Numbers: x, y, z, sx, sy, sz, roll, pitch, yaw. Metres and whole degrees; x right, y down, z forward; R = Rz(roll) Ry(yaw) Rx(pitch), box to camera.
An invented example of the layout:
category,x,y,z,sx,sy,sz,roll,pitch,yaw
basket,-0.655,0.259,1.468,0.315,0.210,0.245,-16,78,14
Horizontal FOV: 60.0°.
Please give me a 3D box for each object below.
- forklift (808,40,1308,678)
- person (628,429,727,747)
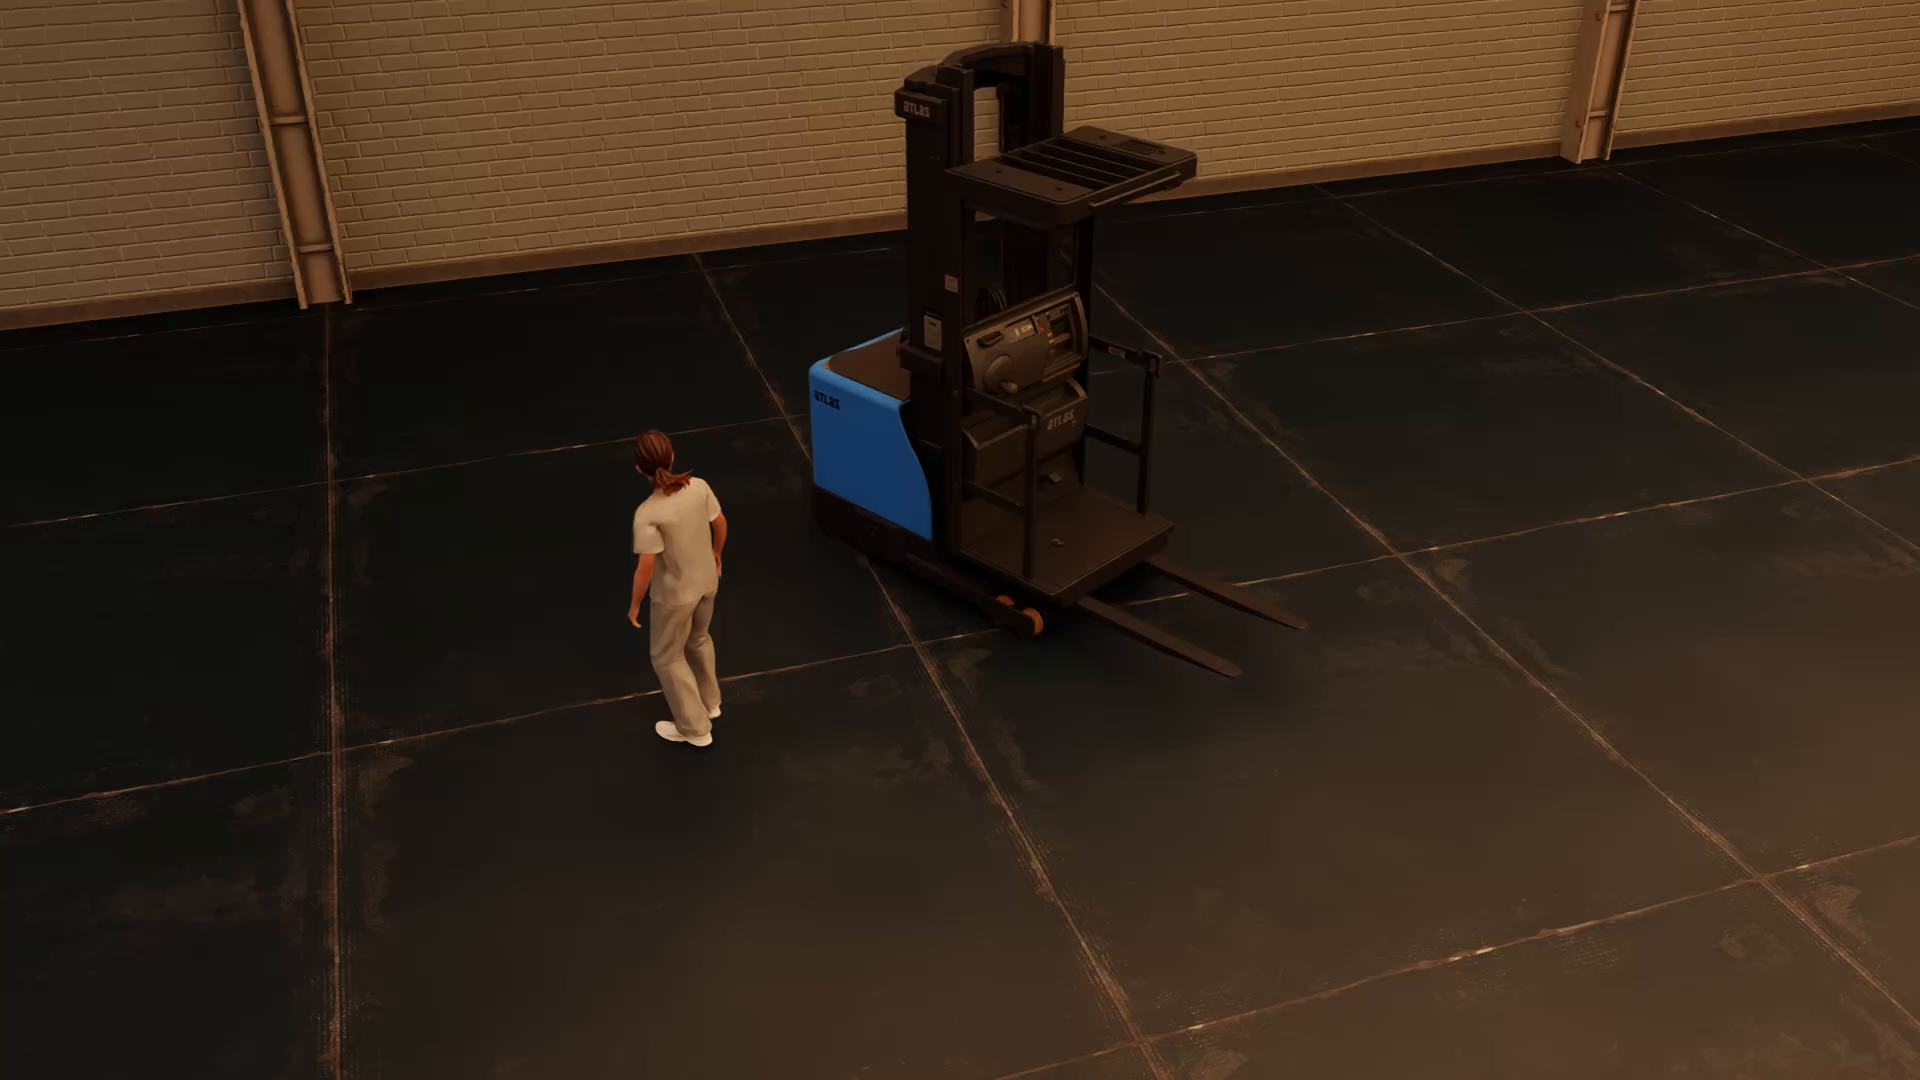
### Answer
category,x,y,z,sx,sy,sz,roll,pitch,yaw
forklift,0.515,-1.027,8.871,3.031,2.935,1.130,25,38,37
person,-1.381,0.217,7.982,0.429,1.664,0.599,19,35,29
